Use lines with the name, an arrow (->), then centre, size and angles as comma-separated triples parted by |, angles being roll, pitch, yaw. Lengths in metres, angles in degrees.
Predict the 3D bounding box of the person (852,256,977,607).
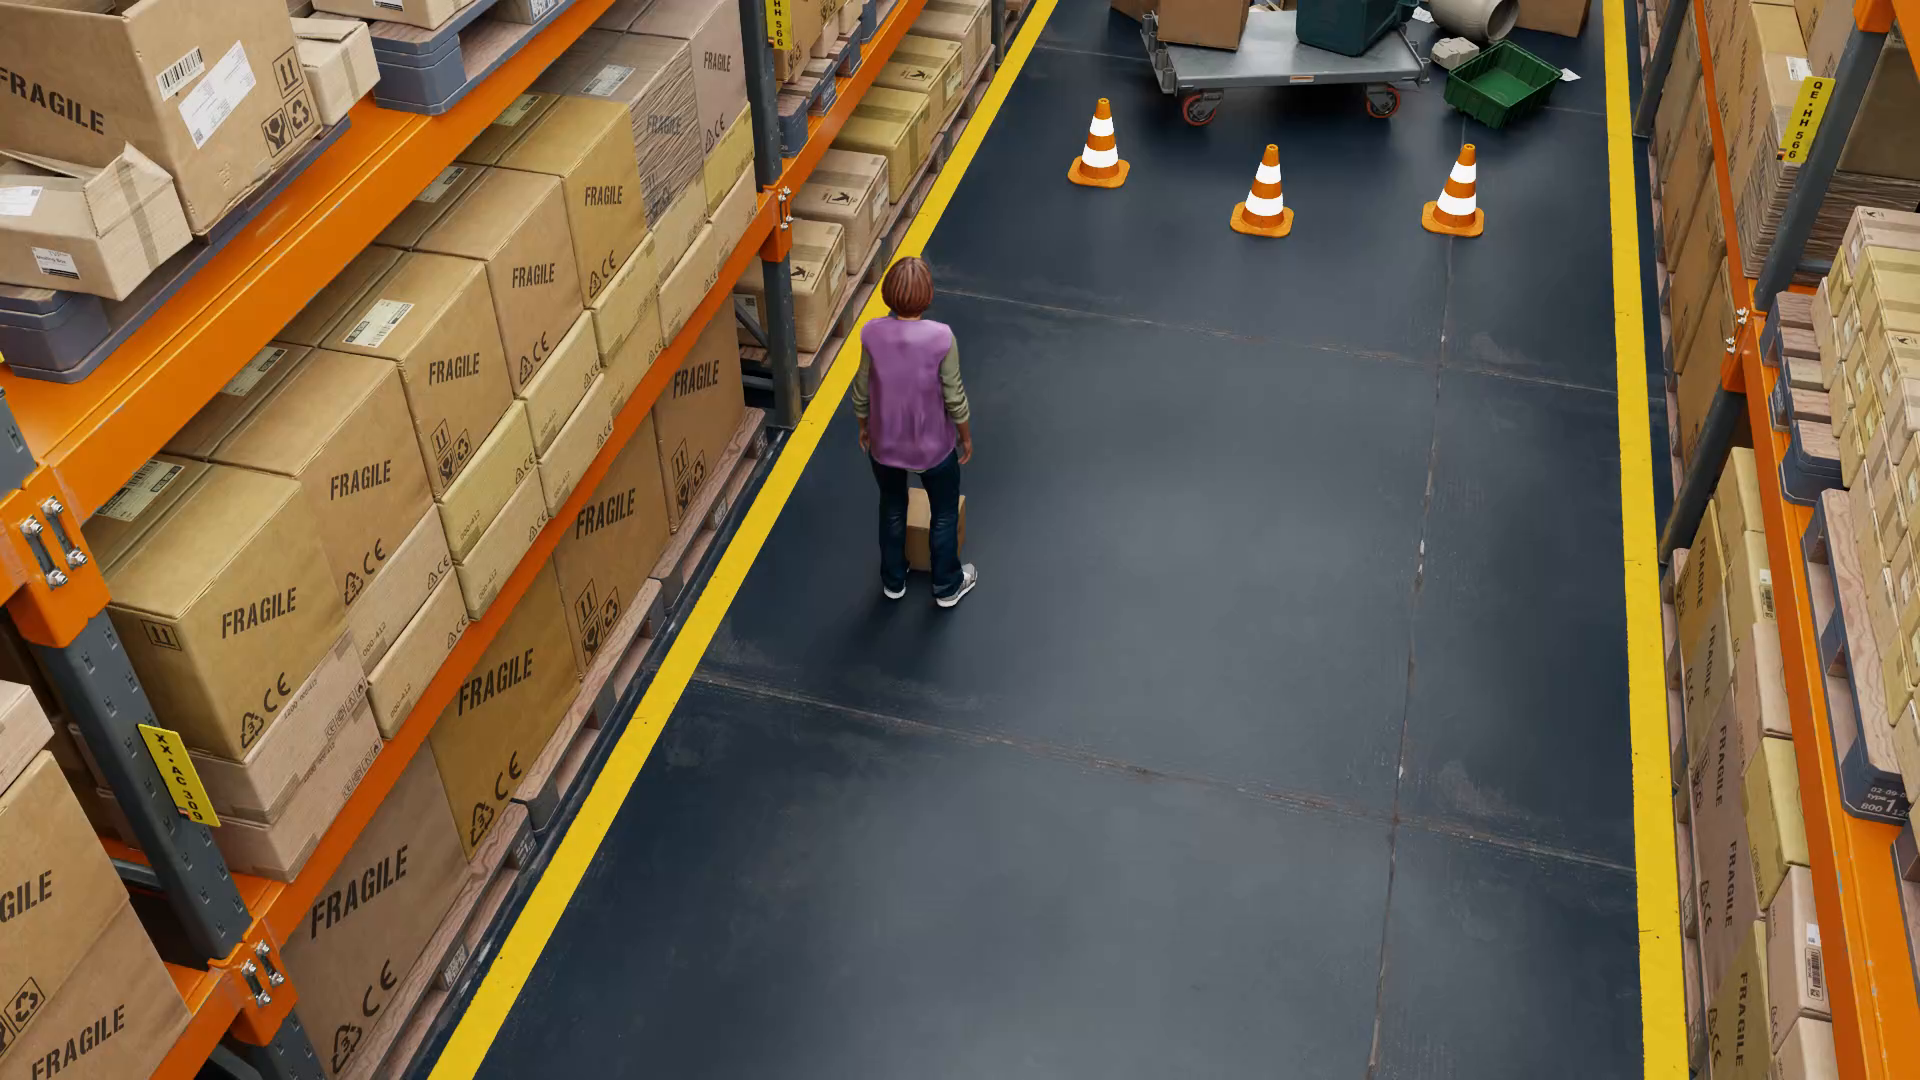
person -> -0.183, -0.390, 6.606 | 0.479, 1.593, 0.345 | 9, 42, 10
